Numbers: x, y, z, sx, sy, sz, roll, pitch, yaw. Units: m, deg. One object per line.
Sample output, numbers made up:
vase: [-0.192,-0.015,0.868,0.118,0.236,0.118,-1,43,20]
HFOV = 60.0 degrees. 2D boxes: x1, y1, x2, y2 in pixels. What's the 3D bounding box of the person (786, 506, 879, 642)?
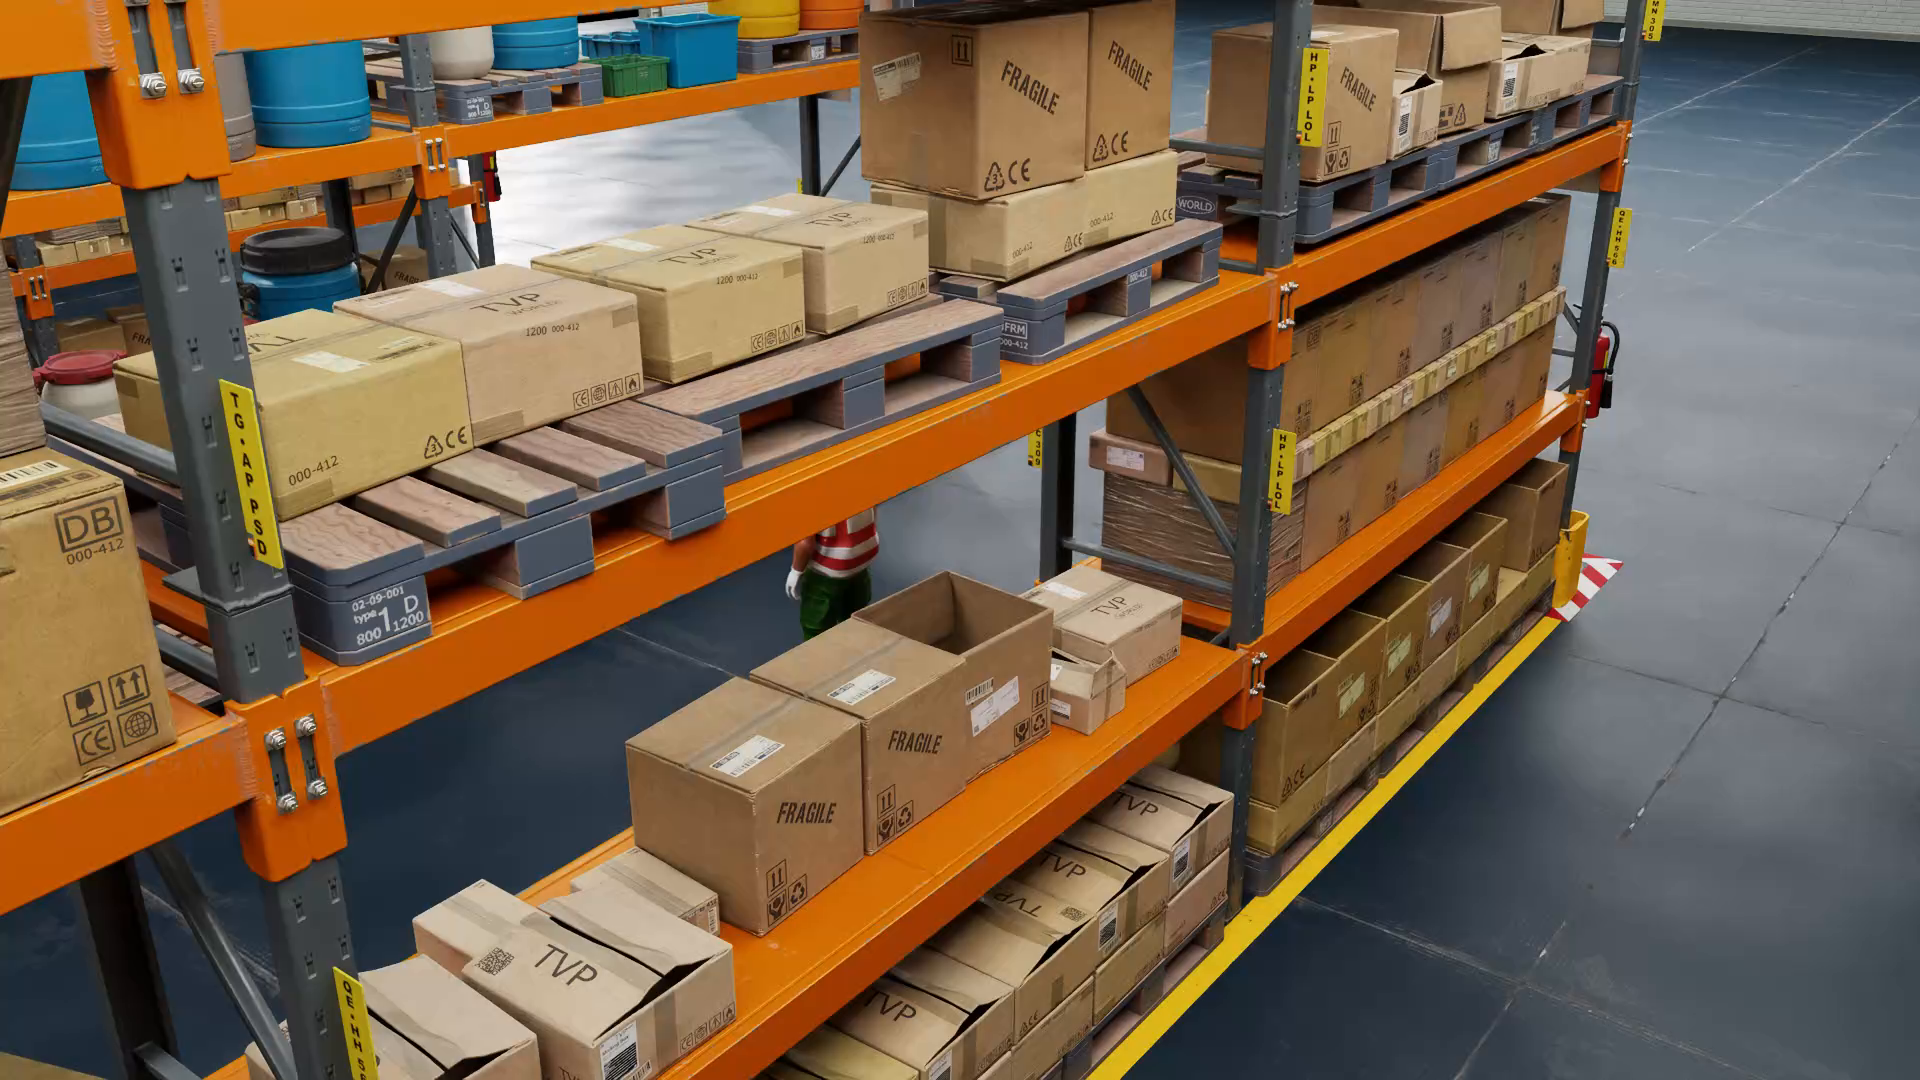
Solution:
person: [-0.645,0.096,8.357,0.456,1.778,0.604,16,28,33]
